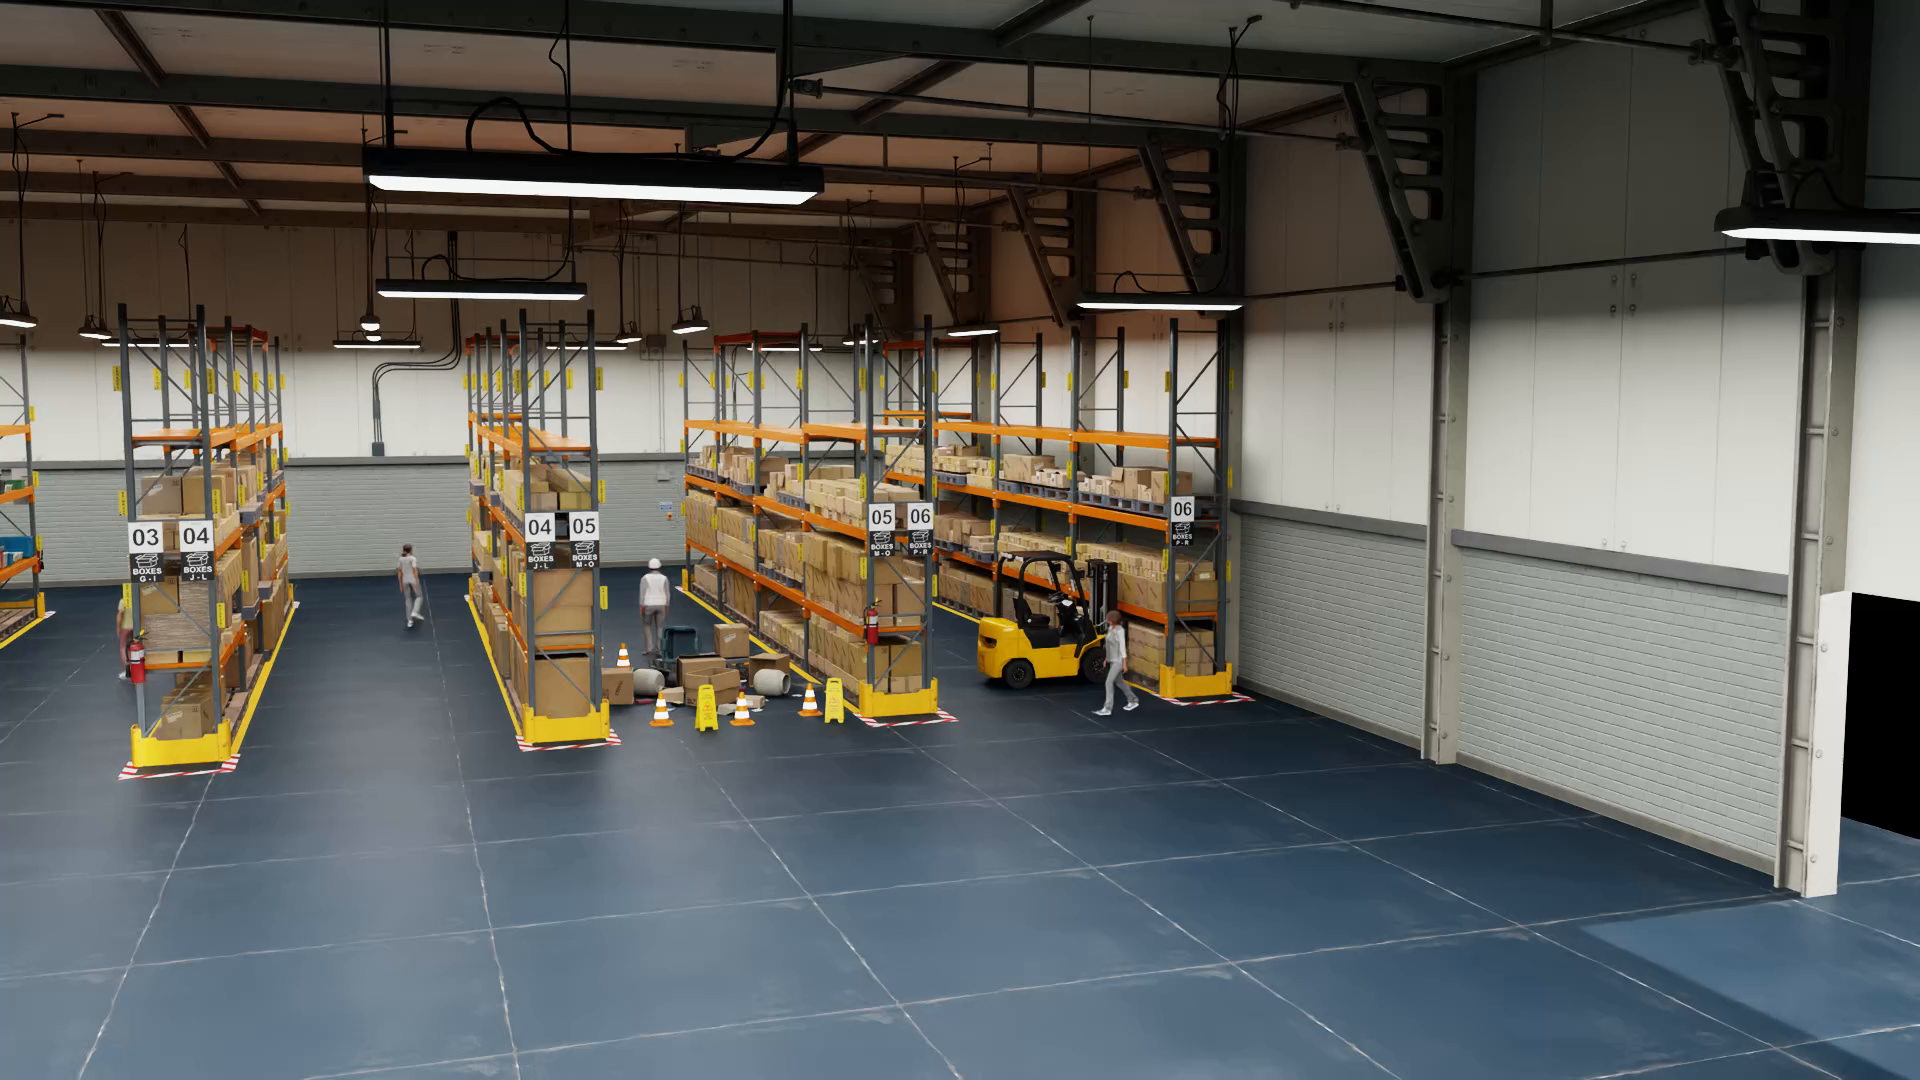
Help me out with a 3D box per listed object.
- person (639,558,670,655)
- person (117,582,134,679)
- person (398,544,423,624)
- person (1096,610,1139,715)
[{"bbox_3d":[-5.605,1.254,30.538,0.586,1.820,0.613,-3,6,-25],"label":"person"},{"bbox_3d":[-13.859,1.519,27.882,0.483,1.671,0.463,-2,6,-21],"label":"person"},{"bbox_3d":[-11.366,0.904,34.370,0.506,1.646,0.484,-1,5,-9],"label":"person"},{"bbox_3d":[2.377,1.839,25.144,0.774,1.557,0.447,-2,6,-15],"label":"person"}]
